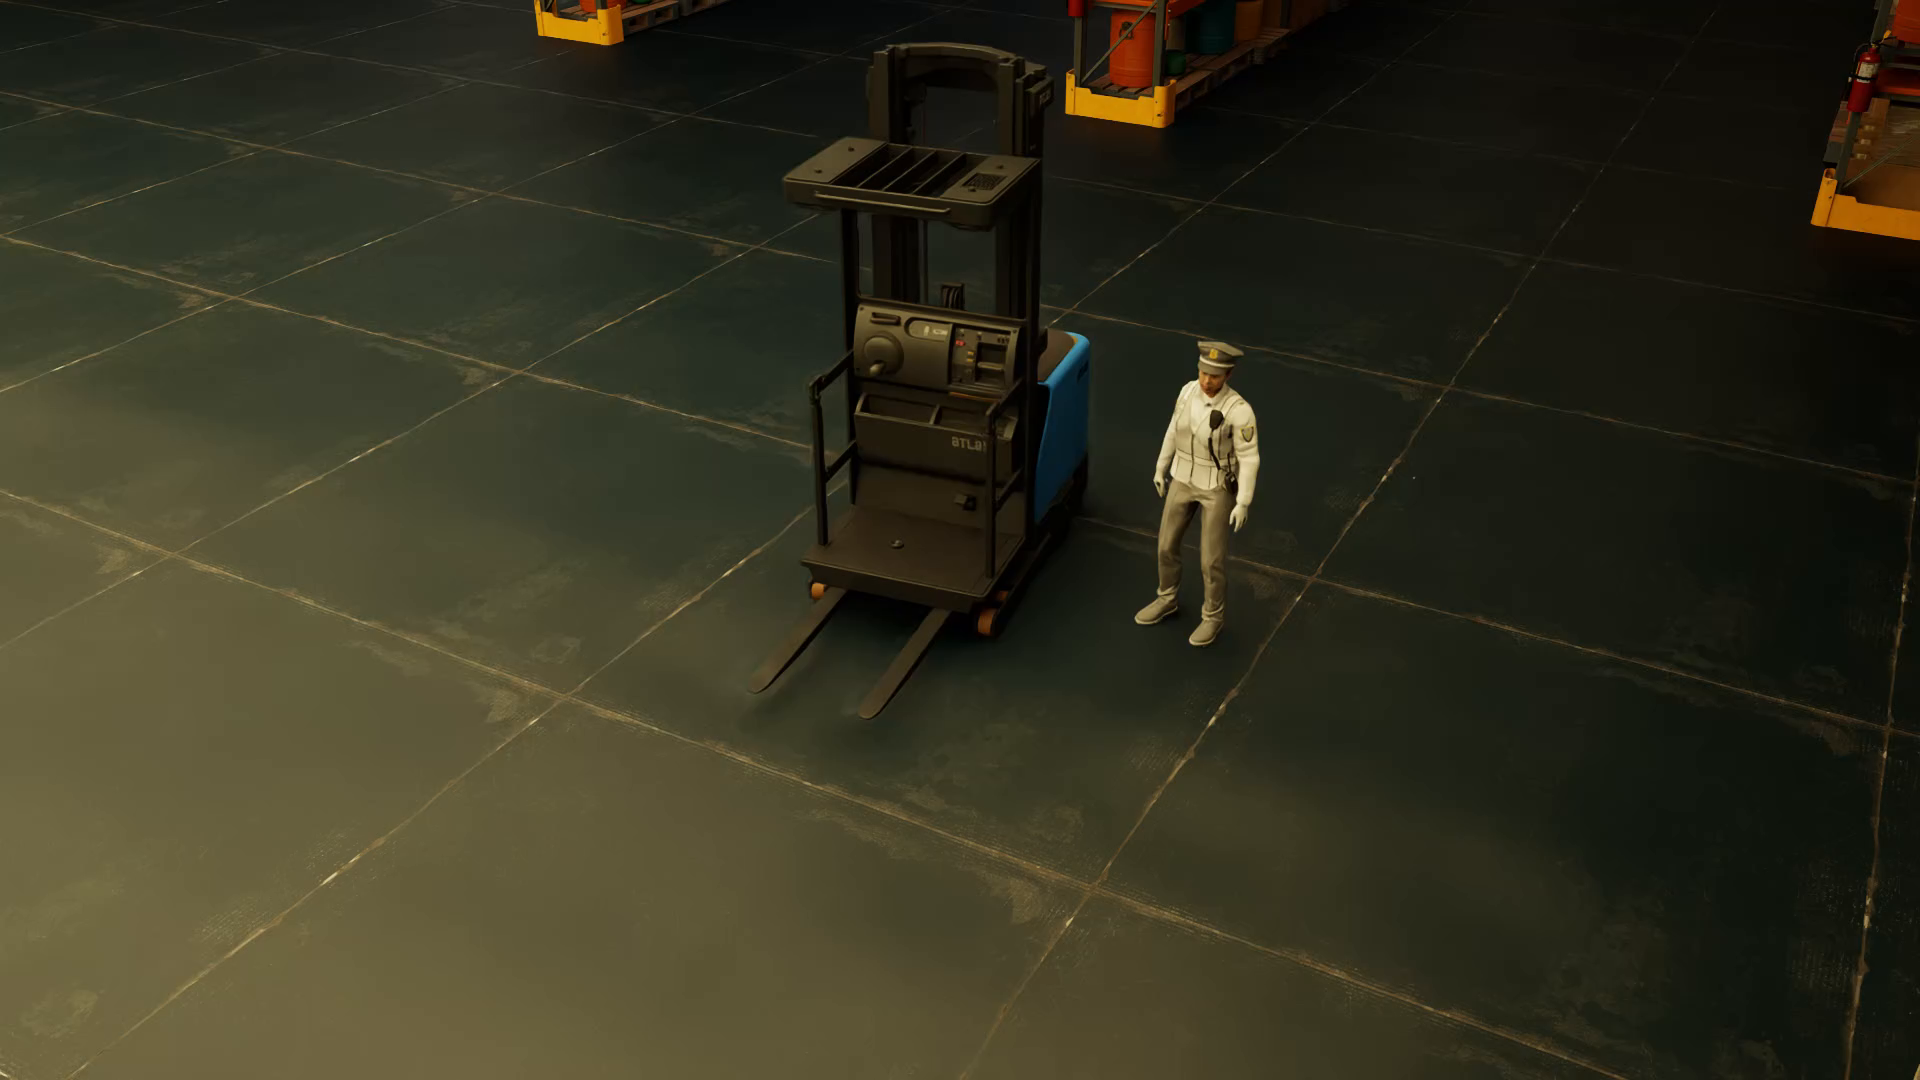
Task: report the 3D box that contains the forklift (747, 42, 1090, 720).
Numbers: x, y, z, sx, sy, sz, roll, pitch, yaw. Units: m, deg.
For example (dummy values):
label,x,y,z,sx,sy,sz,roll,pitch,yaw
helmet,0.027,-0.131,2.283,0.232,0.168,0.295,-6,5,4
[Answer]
label,x,y,z,sx,sy,sz,roll,pitch,yaw
forklift,-0.206,-0.975,8.760,1.130,2.935,3.031,11,32,18

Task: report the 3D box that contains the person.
label,x,y,z,sx,sy,sz,roll,pitch,yaw
person,1.267,-0.262,8.779,0.624,1.681,0.403,24,38,35
